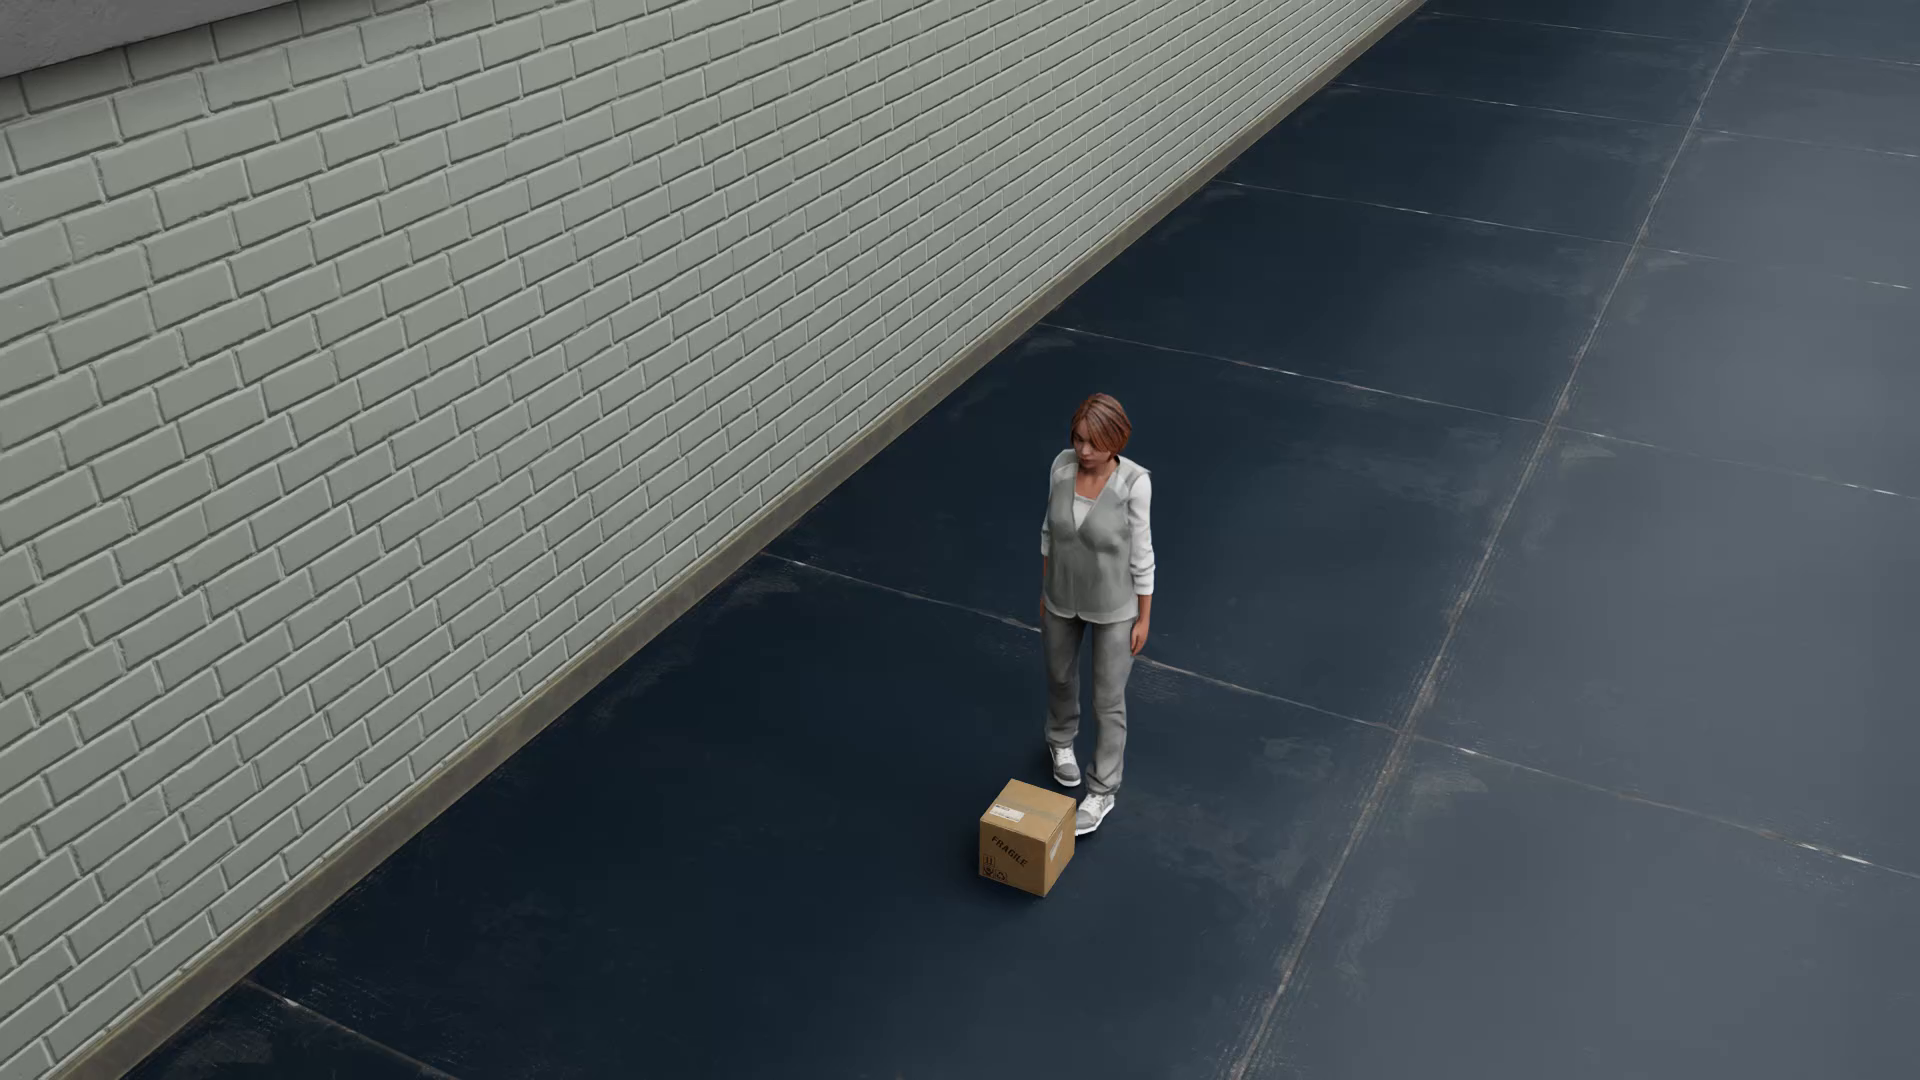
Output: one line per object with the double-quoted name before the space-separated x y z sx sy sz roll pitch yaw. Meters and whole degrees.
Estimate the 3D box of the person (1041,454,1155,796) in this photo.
"person" 0.475 0.295 5.817 0.432 1.285 0.363 15 34 24
